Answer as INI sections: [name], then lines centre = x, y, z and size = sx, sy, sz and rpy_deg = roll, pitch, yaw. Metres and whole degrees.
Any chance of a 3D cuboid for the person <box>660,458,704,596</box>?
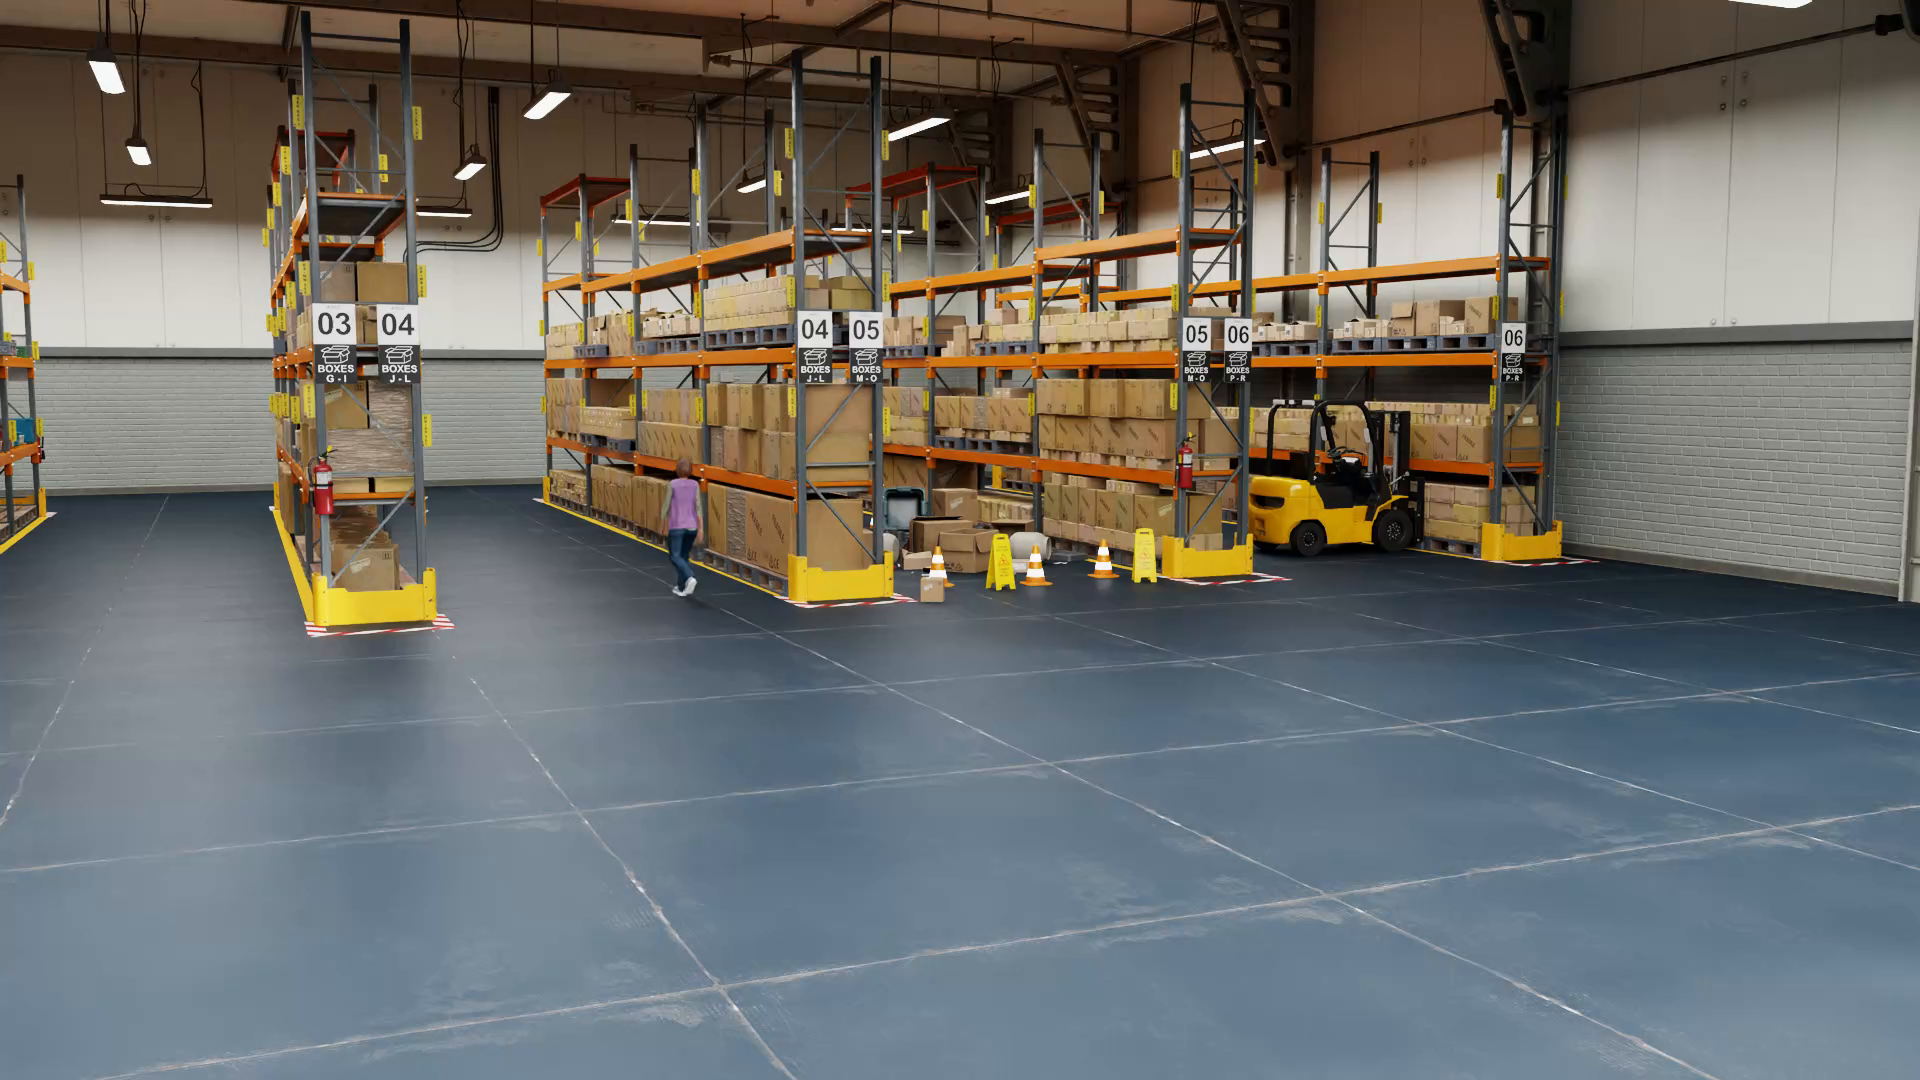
[person]
centre = -3.068, -0.130, 18.467
size = 0.437, 1.555, 0.861
rpy_deg = -3, 7, -31
